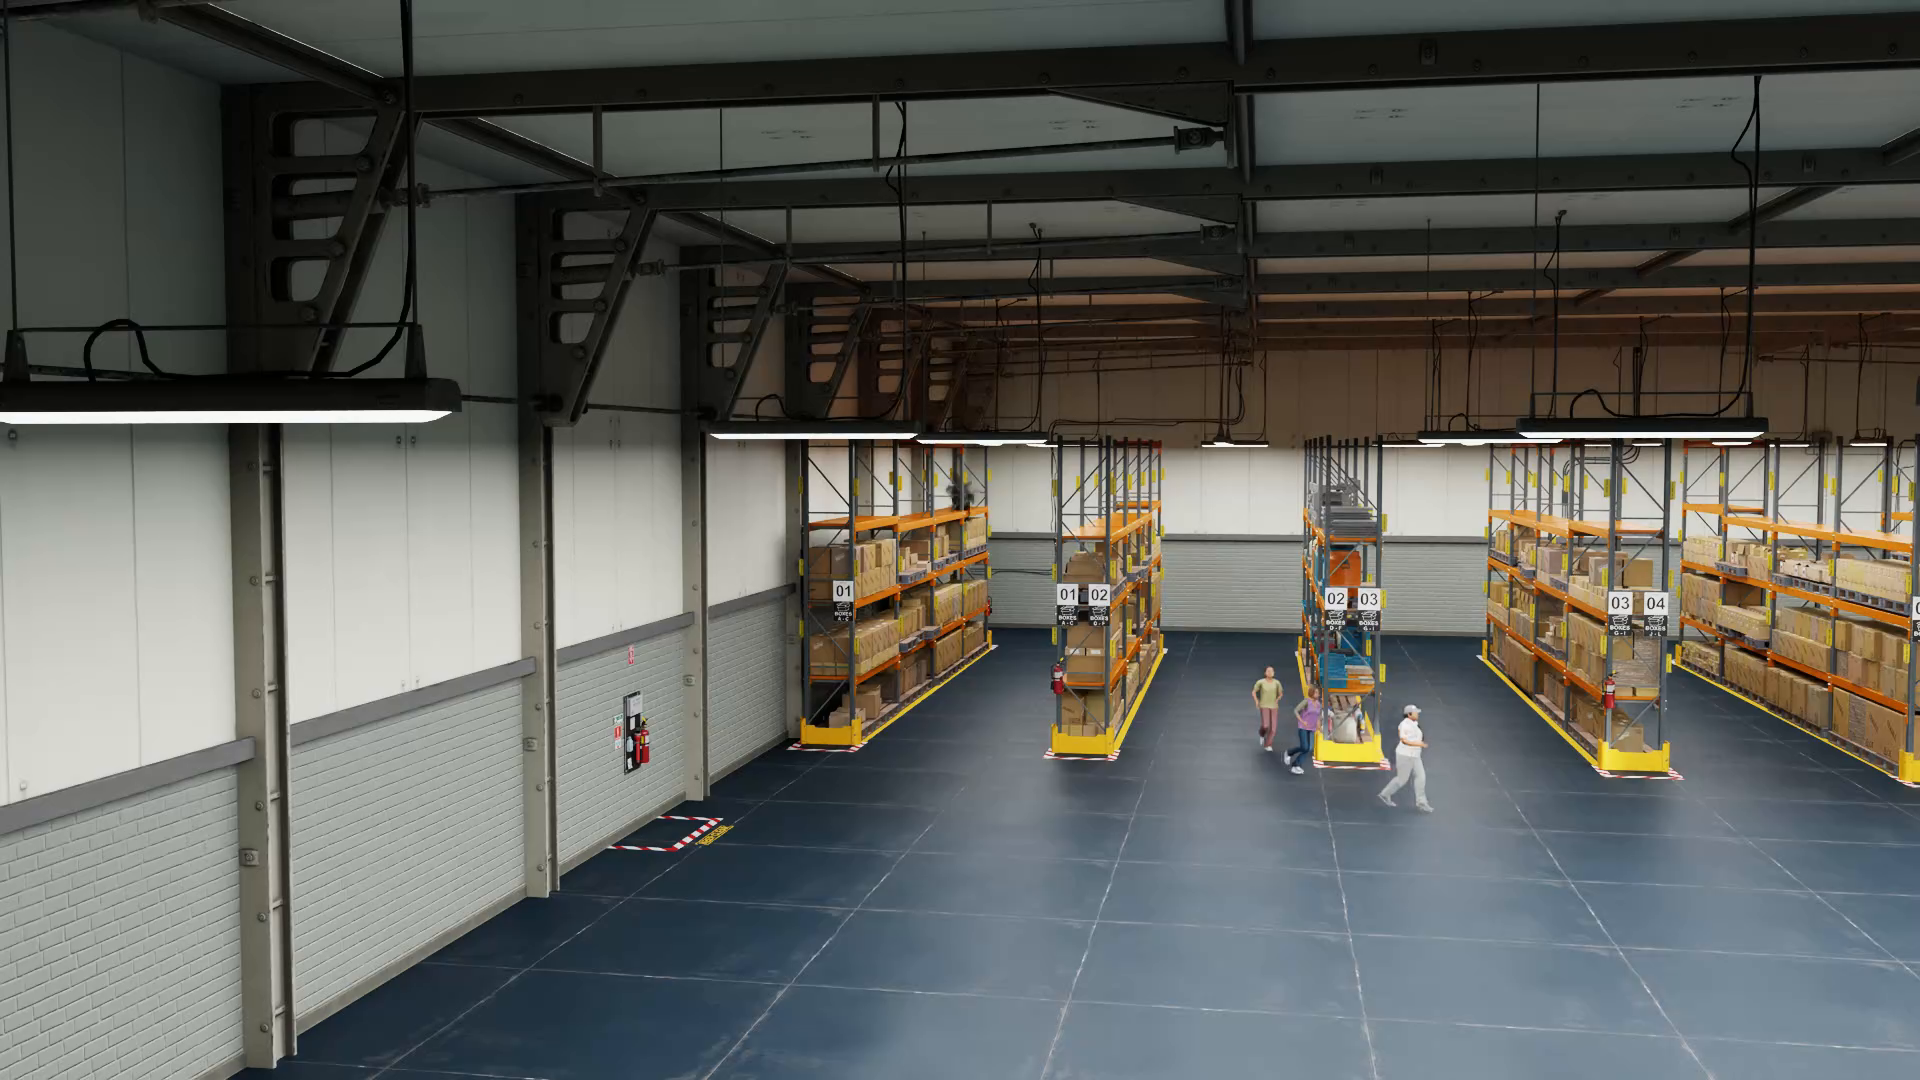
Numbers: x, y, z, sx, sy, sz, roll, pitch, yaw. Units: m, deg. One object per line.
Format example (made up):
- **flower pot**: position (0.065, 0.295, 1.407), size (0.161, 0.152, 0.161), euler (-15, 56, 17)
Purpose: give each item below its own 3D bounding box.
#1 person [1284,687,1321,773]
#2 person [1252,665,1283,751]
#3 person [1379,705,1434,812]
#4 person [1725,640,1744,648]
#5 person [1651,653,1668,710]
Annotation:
- **person**: position (6.163, 3.365, 29.655), size (0.597, 1.509, 0.560), euler (-2, 4, -28)
- **person**: position (5.873, 3.197, 31.612), size (0.571, 1.616, 0.531), euler (0, 3, -1)
- **person**: position (7.103, 3.463, 26.441), size (0.851, 1.697, 0.598), euler (2, 4, 32)
- **person**: position (20.967, 2.384, 45.261), size (0.761, 1.729, 1.025), euler (-1, 3, -19)
- **person**: position (15.334, 2.874, 36.720), size (0.671, 1.728, 0.552), euler (0, 3, -1)
